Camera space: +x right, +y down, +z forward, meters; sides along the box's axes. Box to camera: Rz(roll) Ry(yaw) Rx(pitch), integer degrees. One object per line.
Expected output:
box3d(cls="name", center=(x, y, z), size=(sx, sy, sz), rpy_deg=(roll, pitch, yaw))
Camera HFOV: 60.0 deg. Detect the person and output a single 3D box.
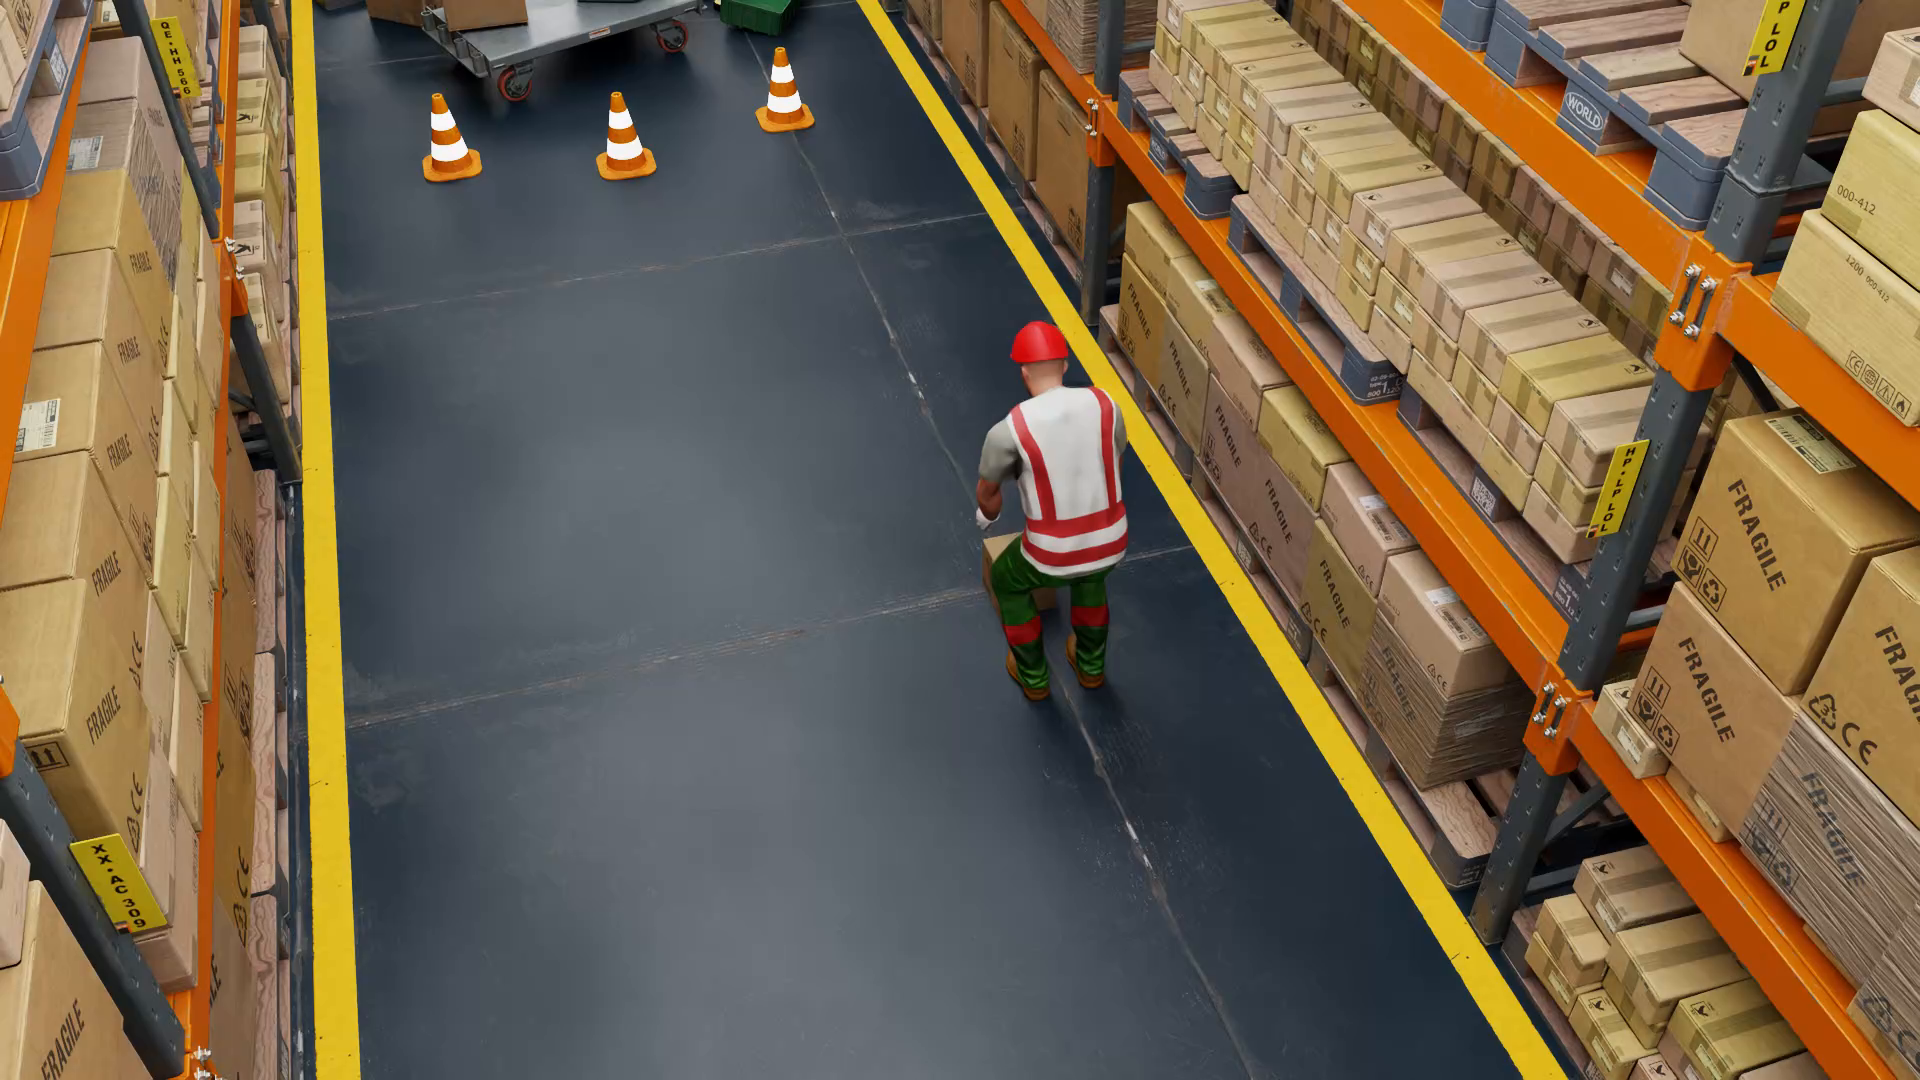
box3d(cls="person", center=(0.347, -0.063, 6.371), size=(0.575, 1.578, 0.647), rpy_deg=(-11, 43, -12))
